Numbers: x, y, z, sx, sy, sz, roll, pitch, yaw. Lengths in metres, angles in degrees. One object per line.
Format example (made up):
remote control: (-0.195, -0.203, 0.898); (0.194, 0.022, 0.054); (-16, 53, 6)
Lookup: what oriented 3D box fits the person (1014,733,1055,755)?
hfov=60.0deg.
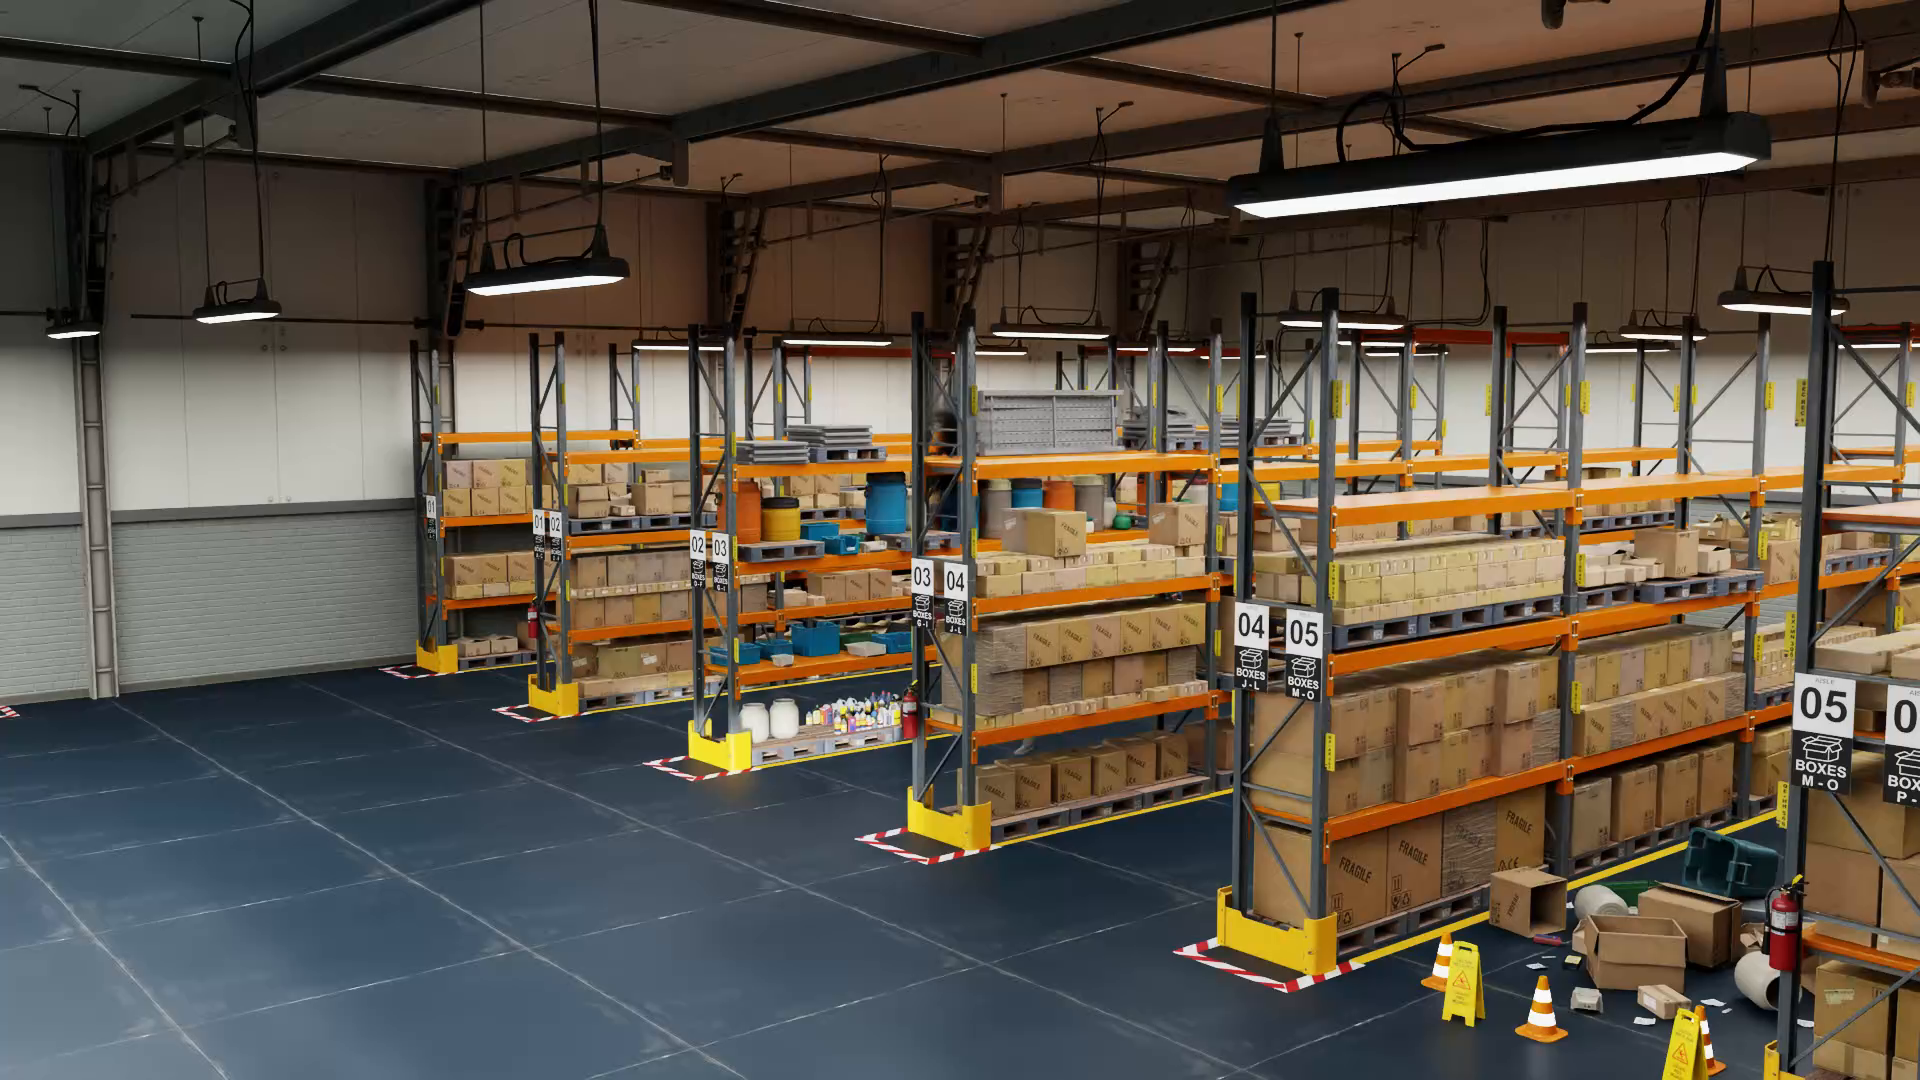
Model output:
person: (1.033, 2.043, 22.219); (0.814, 1.632, 0.568); (-4, 7, -36)

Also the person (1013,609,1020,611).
person: (0.866, 1.425, 28.844); (0.537, 1.610, 0.848); (5, 7, 43)
